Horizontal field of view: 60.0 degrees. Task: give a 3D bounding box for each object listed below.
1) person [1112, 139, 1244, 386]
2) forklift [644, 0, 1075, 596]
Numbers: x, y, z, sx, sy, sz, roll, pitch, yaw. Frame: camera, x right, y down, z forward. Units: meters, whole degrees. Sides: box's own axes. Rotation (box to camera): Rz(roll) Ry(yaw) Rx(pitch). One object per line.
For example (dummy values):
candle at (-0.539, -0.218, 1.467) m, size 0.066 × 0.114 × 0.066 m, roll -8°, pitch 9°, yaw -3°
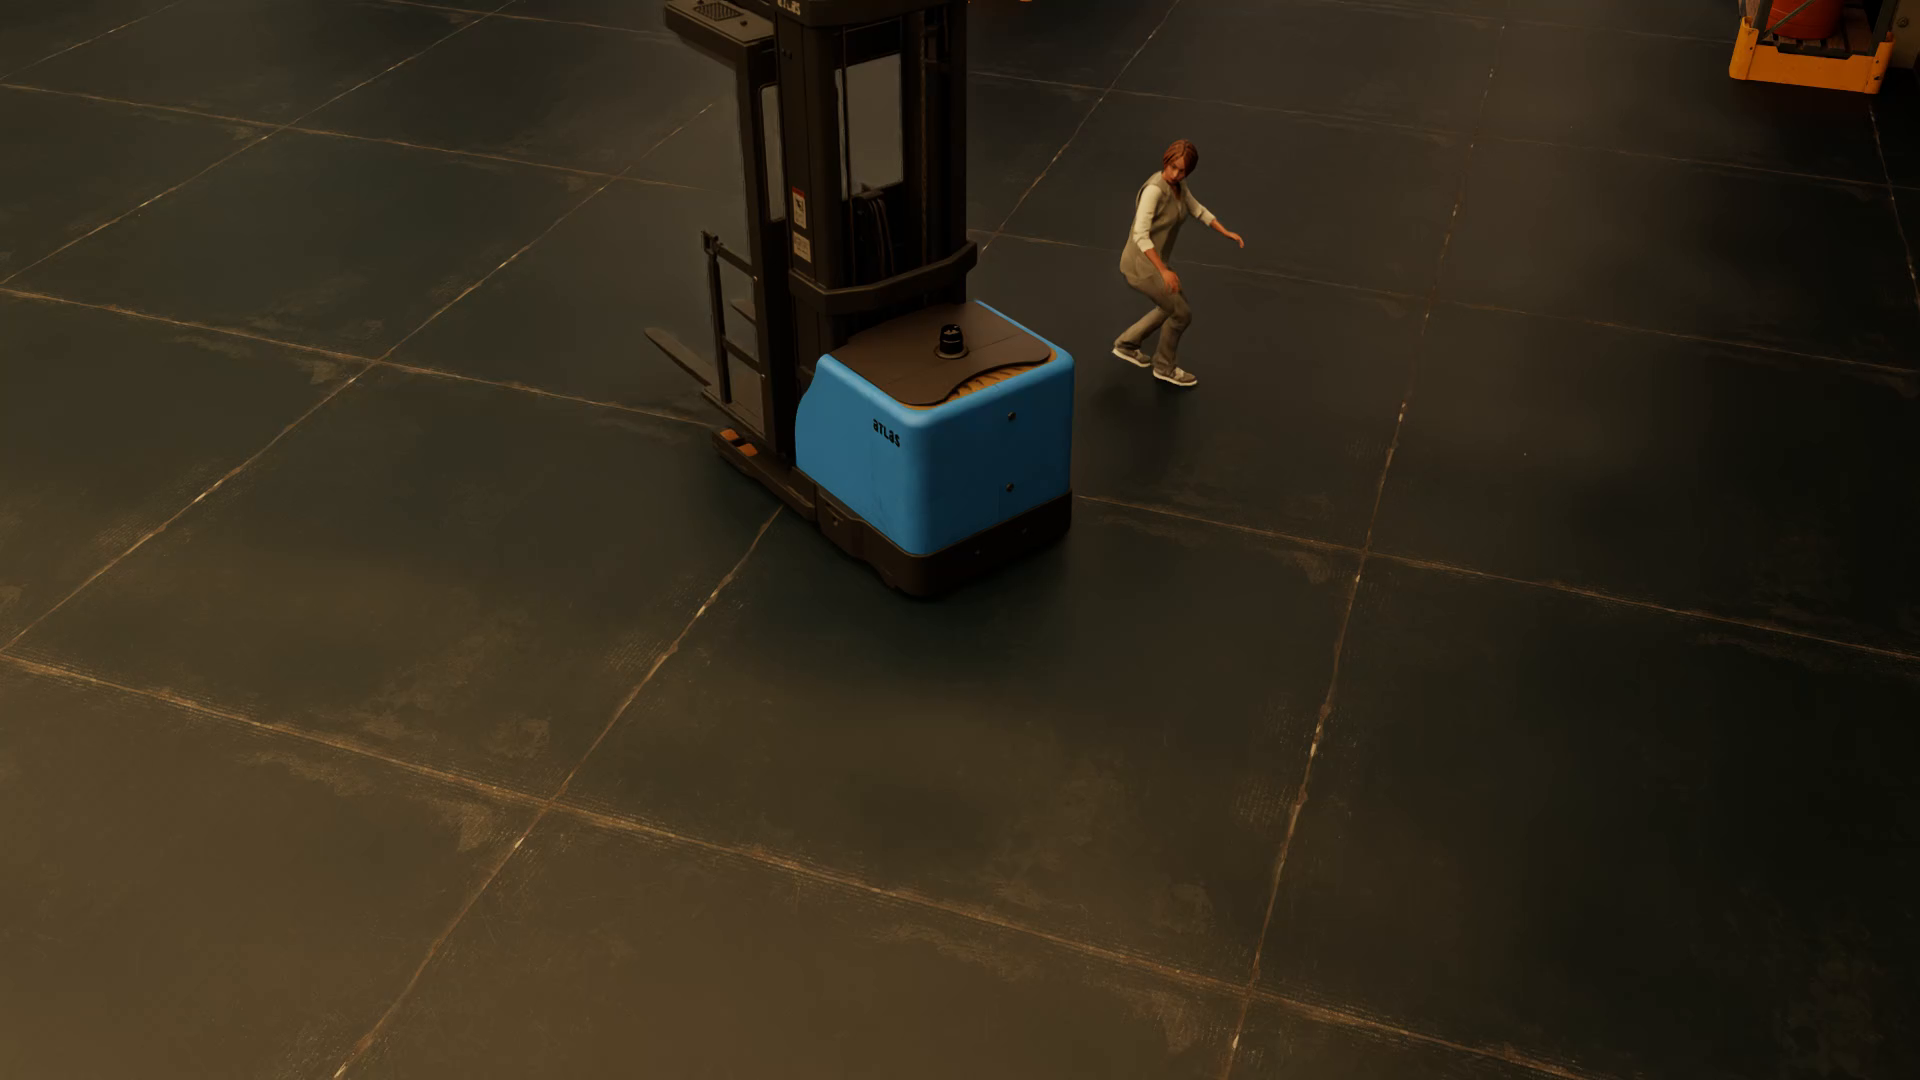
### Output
person at (1.244, -1.559, 9.558) m, size 0.706 × 1.496 × 0.711 m, roll 10°, pitch 37°, yaw 14°
forklift at (-0.724, -1.714, 8.528) m, size 1.130 × 2.935 × 3.031 m, roll -24°, pitch 42°, yaw -30°
